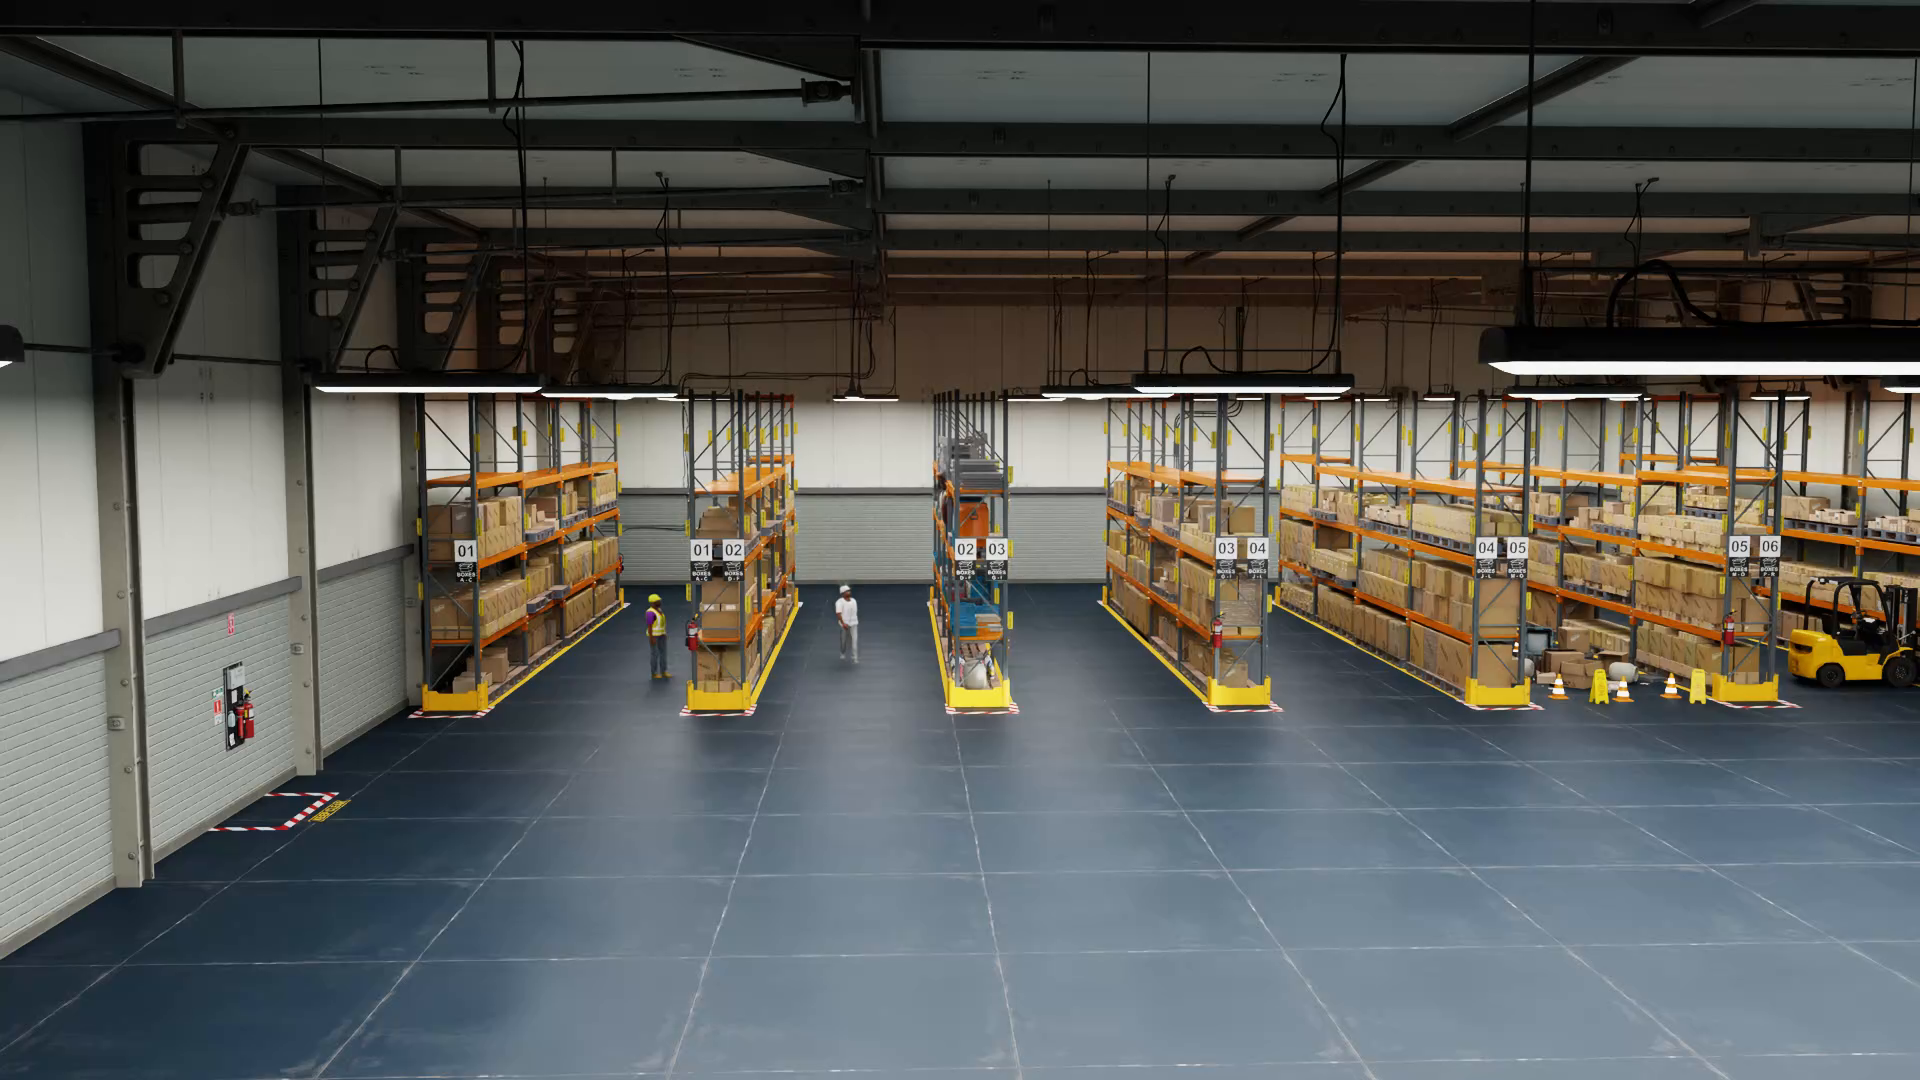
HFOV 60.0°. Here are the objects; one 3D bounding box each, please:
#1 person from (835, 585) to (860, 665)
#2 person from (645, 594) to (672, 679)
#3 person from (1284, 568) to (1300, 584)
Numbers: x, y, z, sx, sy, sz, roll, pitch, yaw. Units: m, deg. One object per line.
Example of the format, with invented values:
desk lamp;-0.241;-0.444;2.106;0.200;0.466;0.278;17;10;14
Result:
person;-2.478;1.862;36.577;0.514;1.712;1.052;-1;5;-11
person;-6.323;2.013;34.793;0.455;1.767;0.636;3;5;30
person;9.869;0.909;48.932;0.813;1.620;0.561;0;5;-3
